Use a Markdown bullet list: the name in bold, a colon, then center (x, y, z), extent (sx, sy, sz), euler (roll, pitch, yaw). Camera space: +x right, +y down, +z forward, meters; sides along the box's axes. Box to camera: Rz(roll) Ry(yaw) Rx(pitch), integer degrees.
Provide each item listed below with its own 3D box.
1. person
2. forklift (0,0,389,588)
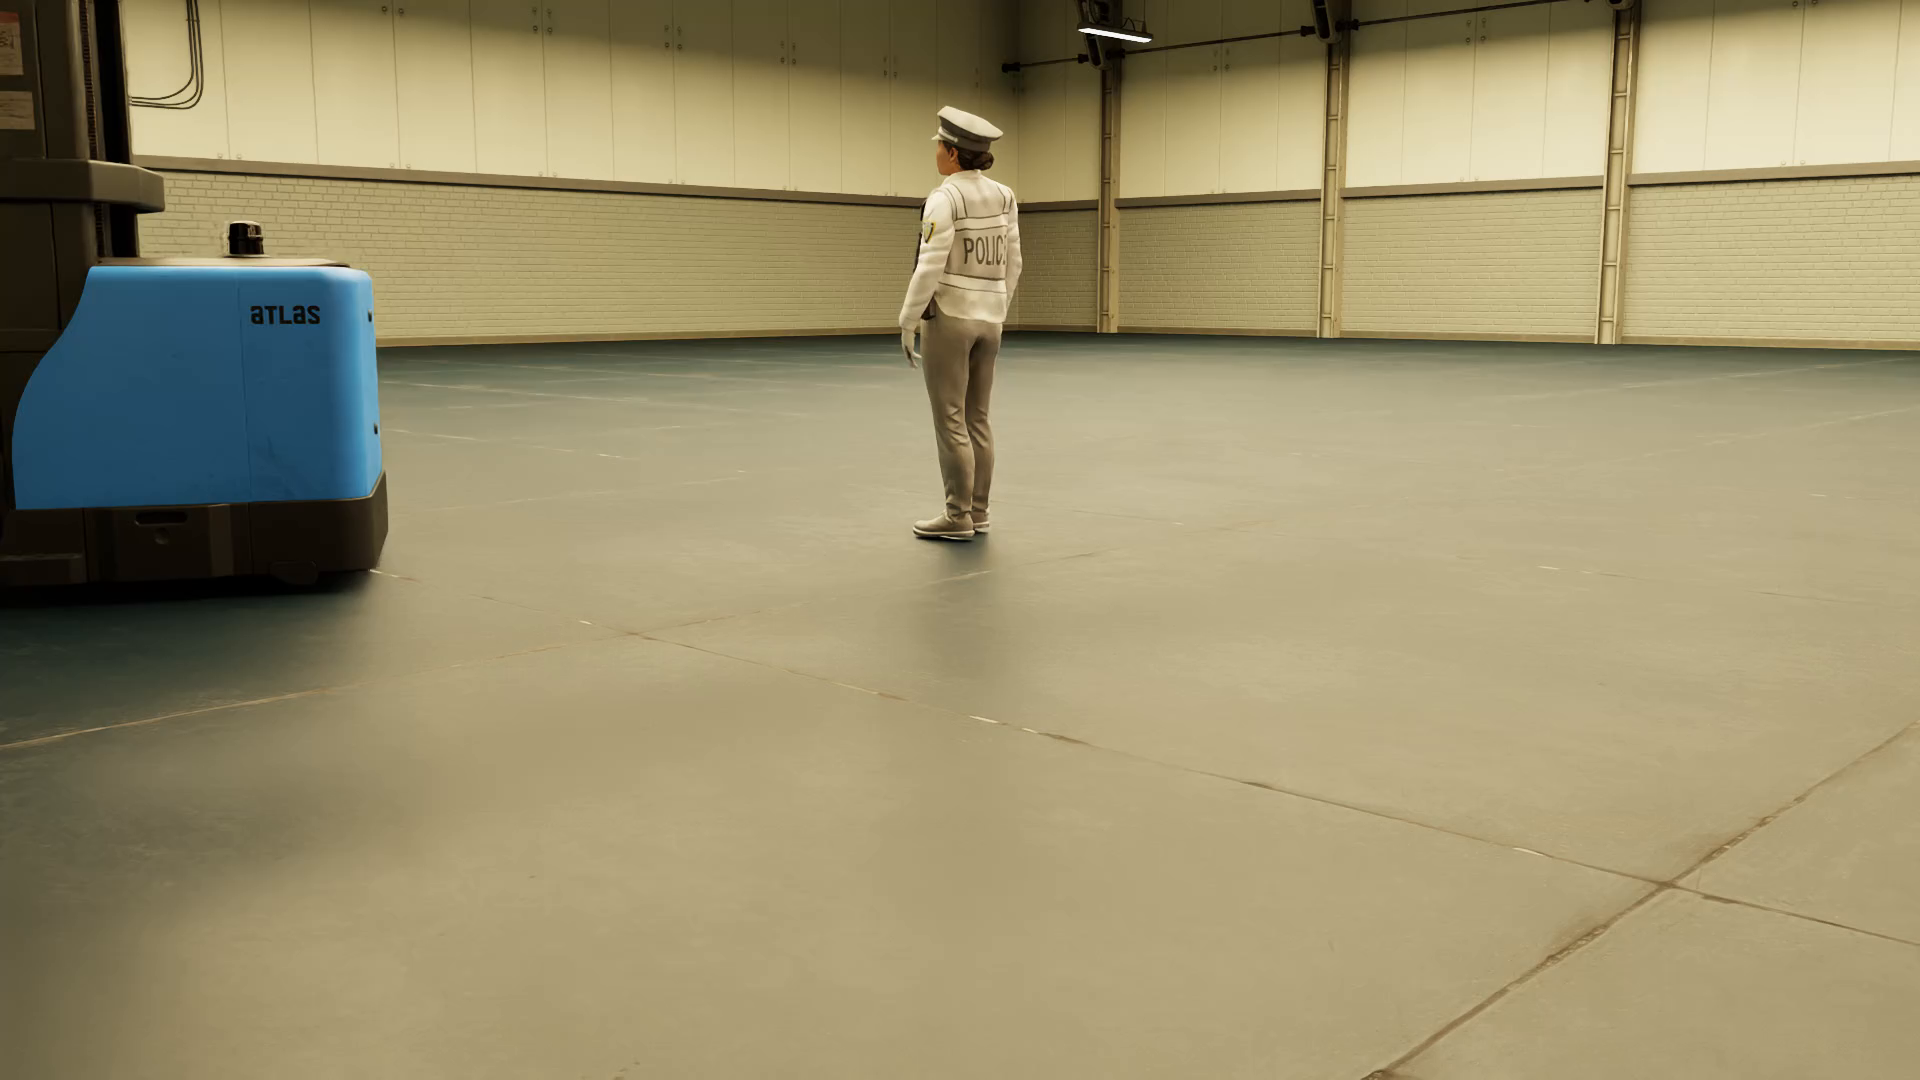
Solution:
- **person**: center (-0.045, -0.853, 6.642), extent (0.531, 1.695, 0.588), euler (8, 12, 43)
- **forklift**: center (-3.562, -1.291, 5.446), extent (3.031, 2.935, 1.130), euler (-2, 9, -16)
